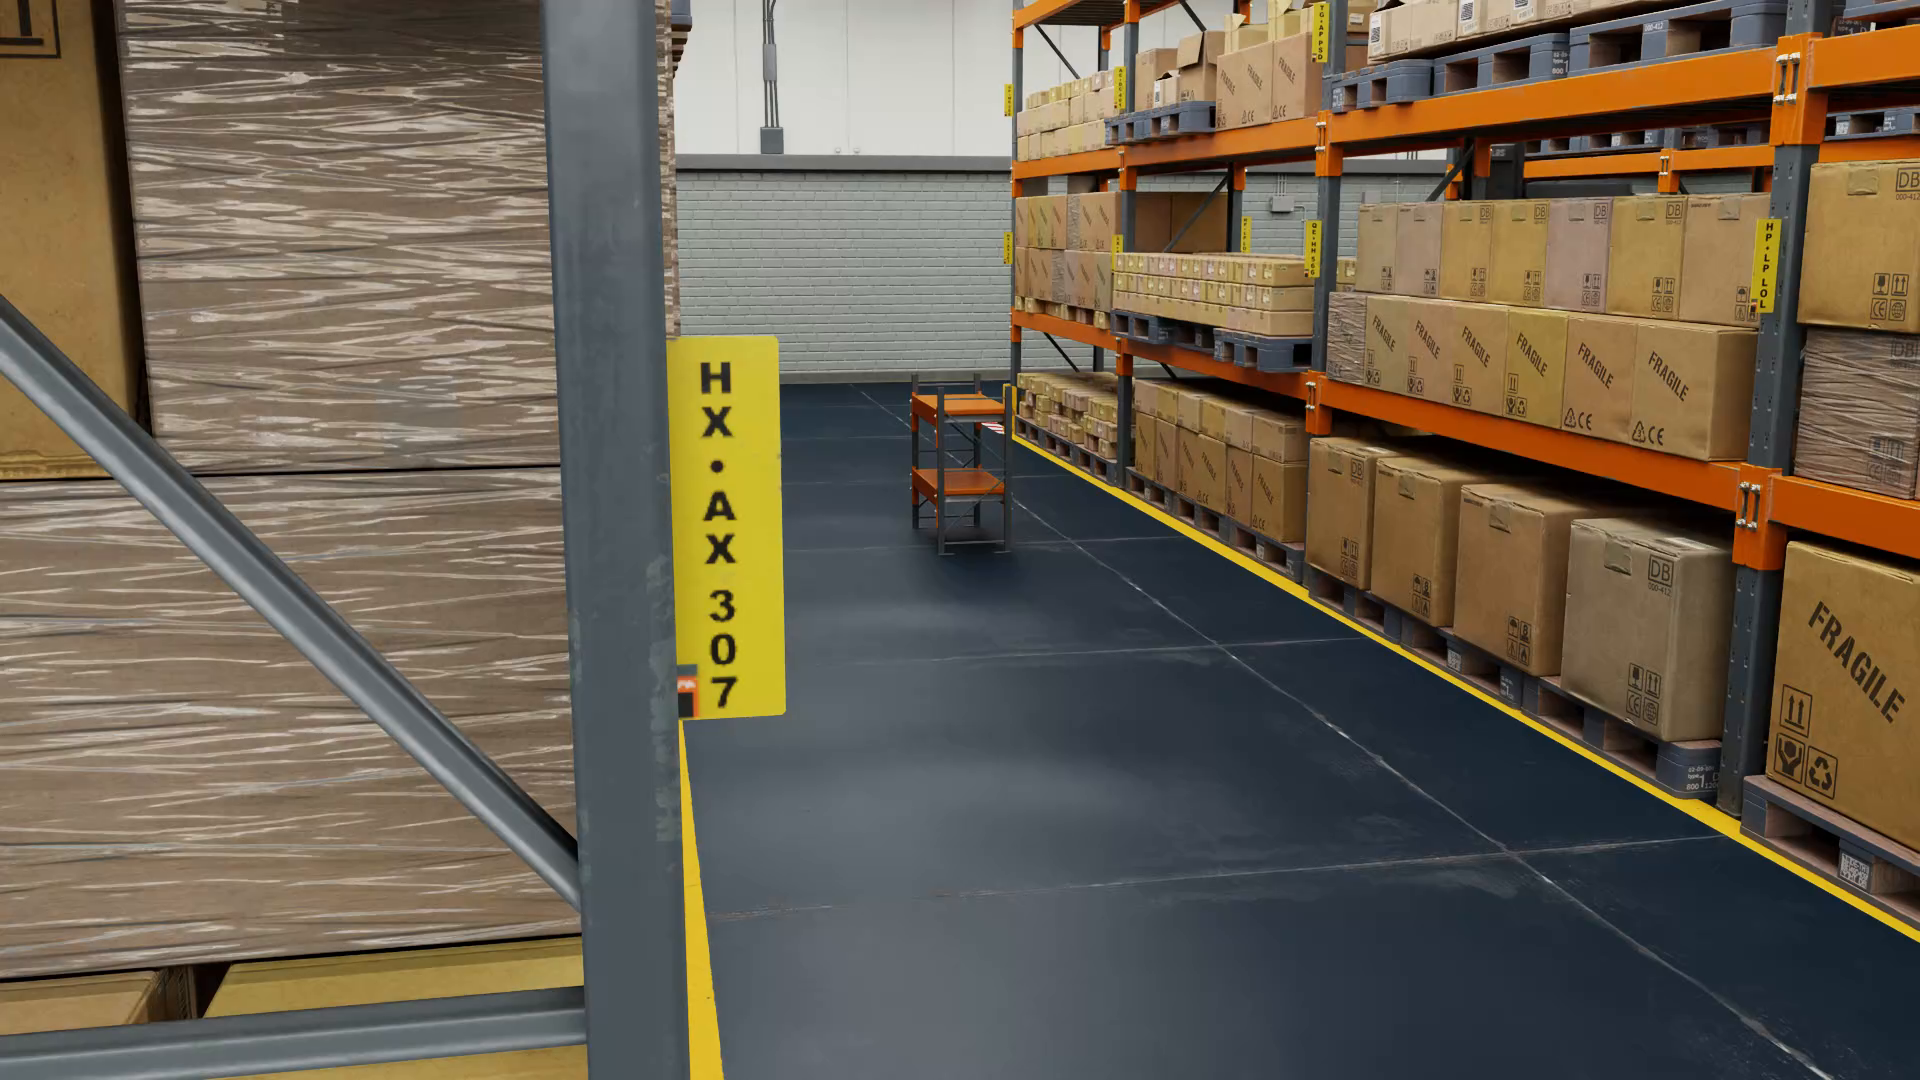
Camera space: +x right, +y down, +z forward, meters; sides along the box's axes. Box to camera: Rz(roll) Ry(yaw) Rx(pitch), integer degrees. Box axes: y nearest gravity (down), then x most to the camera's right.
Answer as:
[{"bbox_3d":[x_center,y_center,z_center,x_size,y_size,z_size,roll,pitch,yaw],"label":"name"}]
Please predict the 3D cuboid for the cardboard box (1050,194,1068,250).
[{"bbox_3d":[1.154,-2.972,15.549,0.500,0.500,0.500,-2,11,-13],"label":"cardboard box"}]

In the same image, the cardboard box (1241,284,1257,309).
[{"bbox_3d":[2.001,-1.544,10.538,0.380,0.149,0.250,-2,11,-9],"label":"cardboard box"}]

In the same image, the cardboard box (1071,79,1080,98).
[{"bbox_3d":[1.213,-4.050,14.930,0.380,0.149,0.250,-2,11,-11],"label":"cardboard box"}]

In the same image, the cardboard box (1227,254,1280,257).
[{"bbox_3d":[2.241,-2.089,12.608,0.380,0.149,0.250,-2,11,-11],"label":"cardboard box"}]

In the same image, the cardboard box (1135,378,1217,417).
[{"bbox_3d":[1.703,-1.127,13.151,0.500,0.250,0.500,-3,11,-14],"label":"cardboard box"}]

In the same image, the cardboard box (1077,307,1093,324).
[{"bbox_3d":[1.275,-2.037,15.049,0.380,0.149,0.250,-3,11,-13],"label":"cardboard box"}]

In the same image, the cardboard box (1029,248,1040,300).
[{"bbox_3d":[0.986,-2.665,16.611,0.500,0.500,0.500,-2,11,-11],"label":"cardboard box"}]

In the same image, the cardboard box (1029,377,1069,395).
[{"bbox_3d":[0.905,-1.552,16.736,0.380,0.149,0.250,-2,11,-11],"label":"cardboard box"}]

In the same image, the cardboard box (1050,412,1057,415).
[{"bbox_3d":[1.100,-1.173,16.336,0.380,0.149,0.250,-2,11,-11],"label":"cardboard box"}]

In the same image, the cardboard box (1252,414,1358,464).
[{"bbox_3d":[2.207,-0.654,10.668,0.500,0.250,0.500,-2,11,-12],"label":"cardboard box"}]

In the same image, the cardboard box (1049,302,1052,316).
[{"bbox_3d":[1.086,-2.275,16.296,0.380,0.149,0.250,-2,11,-12],"label":"cardboard box"}]

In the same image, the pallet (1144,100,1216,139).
[{"bbox_3d":[2.039,-2.999,11.913,1.213,0.211,1.003,-2,11,-11],"label":"pallet"}]

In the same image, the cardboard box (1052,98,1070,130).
[{"bbox_3d":[1.160,-3.933,15.379,0.500,0.250,0.500,-3,11,-13],"label":"cardboard box"}]

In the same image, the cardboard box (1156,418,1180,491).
[{"bbox_3d":[1.807,-0.662,12.712,0.500,0.500,0.500,-2,11,-8],"label":"cardboard box"}]

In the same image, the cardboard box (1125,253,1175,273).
[{"bbox_3d":[1.505,-2.161,12.983,0.380,0.149,0.250,-2,11,-9],"label":"cardboard box"}]

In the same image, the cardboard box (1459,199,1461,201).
[{"bbox_3d":[5.674,-3.641,18.129,0.380,0.149,0.250,-2,11,-10],"label":"cardboard box"}]

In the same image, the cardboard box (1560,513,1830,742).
[{"bbox_3d":[3.166,0.330,6.833,1.050,0.750,0.750,-2,11,-11],"label":"cardboard box"}]

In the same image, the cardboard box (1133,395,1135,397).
[{"bbox_3d":[1.789,-1.238,15.091,0.380,0.149,0.250,-2,11,-12],"label":"cardboard box"}]

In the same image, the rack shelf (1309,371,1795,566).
[{"bbox_3d":[2.986,-0.471,8.075,1.077,0.370,4.000,-2,11,-11],"label":"rack shelf"}]

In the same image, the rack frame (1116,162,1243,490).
[{"bbox_3d":[1.819,-1.925,13.790,1.000,3.000,0.127,-2,11,-11],"label":"rack frame"}]

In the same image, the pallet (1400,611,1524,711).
[{"bbox_3d":[2.910,0.549,8.249,1.003,0.211,1.213,-2,11,-11],"label":"pallet"}]

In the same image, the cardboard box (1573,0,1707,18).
[{"bbox_3d":[2.919,-2.332,6.914,0.500,0.250,0.500,-2,11,-11],"label":"cardboard box"}]

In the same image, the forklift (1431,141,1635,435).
[{"bbox_3d":[4.825,-1.827,13.457,3.031,2.935,1.130,3,11,16],"label":"forklift"}]

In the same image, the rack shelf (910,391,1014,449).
[{"bbox_3d":[-0.001,-0.841,11.543,0.538,0.278,1.000,-2,11,-11],"label":"rack shelf"}]

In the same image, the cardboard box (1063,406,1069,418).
[{"bbox_3d":[1.205,-1.267,16.037,0.380,0.149,0.250,-2,11,-8],"label":"cardboard box"}]

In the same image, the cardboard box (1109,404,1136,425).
[{"bbox_3d":[1.494,-1.079,14.254,0.380,0.149,0.250,-2,11,-9],"label":"cardboard box"}]

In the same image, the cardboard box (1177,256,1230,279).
[{"bbox_3d":[1.753,-1.925,11.746,0.380,0.149,0.250,-2,11,-9],"label":"cardboard box"}]

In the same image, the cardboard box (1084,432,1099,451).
[{"bbox_3d":[1.325,-0.887,14.838,0.380,0.149,0.250,-2,11,-13],"label":"cardboard box"}]

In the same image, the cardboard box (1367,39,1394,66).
[{"bbox_3d":[2.505,-2.730,9.277,0.380,0.149,0.250,-3,11,-13],"label":"cardboard box"}]

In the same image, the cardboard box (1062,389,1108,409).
[{"bbox_3d":[1.169,-1.316,15.497,0.380,0.149,0.250,-3,11,-13],"label":"cardboard box"}]

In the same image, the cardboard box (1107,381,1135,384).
[{"bbox_3d":[1.655,-1.481,16.366,0.380,0.149,0.250,-2,11,-9],"label":"cardboard box"}]

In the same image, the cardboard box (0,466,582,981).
[{"bbox_3d":[-0.812,0.140,1.874,0.875,0.500,0.500,-2,11,-11],"label":"cardboard box"}]

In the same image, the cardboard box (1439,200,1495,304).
[{"bbox_3d":[2.876,-1.463,8.417,0.700,0.500,0.500,-2,11,-12],"label":"cardboard box"}]

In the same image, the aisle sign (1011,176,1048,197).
[{"bbox_3d":[0.732,-3.939,17.414,0.394,0.787,0.004,-2,11,-11],"label":"aisle sign"}]

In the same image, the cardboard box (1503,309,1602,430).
[{"bbox_3d":[2.815,-0.779,7.497,0.500,0.500,0.500,-2,11,-10],"label":"cardboard box"}]

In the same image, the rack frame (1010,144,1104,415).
[{"bbox_3d":[1.041,-2.659,17.644,1.000,3.000,0.127,-2,11,-11],"label":"rack frame"}]

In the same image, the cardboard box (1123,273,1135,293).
[{"bbox_3d":[1.497,-2.018,13.029,0.380,0.149,0.250,-2,11,-12],"label":"cardboard box"}]

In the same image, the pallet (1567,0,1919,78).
[{"bbox_3d":[3.148,-2.004,6.692,0.805,0.209,1.217,-3,11,-13],"label":"pallet"}]

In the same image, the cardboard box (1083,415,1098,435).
[{"bbox_3d":[1.312,-1.021,14.745,0.380,0.149,0.250,-3,11,-13],"label":"cardboard box"}]

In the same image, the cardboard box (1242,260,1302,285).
[{"bbox_3d":[2.005,-1.686,10.491,0.380,0.149,0.250,-2,11,-12],"label":"cardboard box"}]

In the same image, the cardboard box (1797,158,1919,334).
[{"bbox_3d":[3.413,-0.993,5.604,0.875,0.550,0.550,-2,11,-11],"label":"cardboard box"}]

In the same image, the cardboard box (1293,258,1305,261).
[{"bbox_3d":[2.493,-1.851,11.357,0.380,0.149,0.250,-2,11,-8],"label":"cardboard box"}]

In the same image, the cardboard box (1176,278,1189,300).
[{"bbox_3d":[1.751,-1.779,11.772,0.380,0.149,0.250,-2,11,-12],"label":"cardboard box"}]

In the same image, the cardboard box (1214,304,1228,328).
[{"bbox_3d":[1.908,-1.487,11.035,0.380,0.149,0.250,-2,11,-12],"label":"cardboard box"}]

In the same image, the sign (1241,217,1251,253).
[{"bbox_3d":[2.363,-2.515,13.791,0.100,0.325,0.005,-2,11,-11],"label":"sign"}]

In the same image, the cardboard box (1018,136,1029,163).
[{"bbox_3d":[0.877,-3.967,16.896,0.500,0.250,0.500,-2,11,-9],"label":"cardboard box"}]

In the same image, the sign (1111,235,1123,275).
[{"bbox_3d":[1.288,-2.329,13.598,0.100,0.325,0.005,-2,11,-11],"label":"sign"}]

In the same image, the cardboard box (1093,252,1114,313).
[{"bbox_3d":[1.448,-2.199,14.165,0.500,0.500,0.500,-2,11,-11],"label":"cardboard box"}]

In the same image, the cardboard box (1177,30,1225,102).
[{"bbox_3d":[1.991,-3.368,11.947,0.797,0.503,0.637,-2,11,-12],"label":"cardboard box"}]

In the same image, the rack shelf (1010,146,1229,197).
[{"bbox_3d":[1.430,-3.412,15.504,1.077,0.370,4.000,-2,11,-11],"label":"rack shelf"}]

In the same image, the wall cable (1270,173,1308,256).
[{"bbox_3d":[4.757,-4.405,24.018,0.585,1.953,0.123,-2,11,-11],"label":"wall cable"}]

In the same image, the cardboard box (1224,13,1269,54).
[{"bbox_3d":[1.993,-3.390,11.149,0.396,0.266,0.258,-2,11,-11],"label":"cardboard box"}]

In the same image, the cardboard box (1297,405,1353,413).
[{"bbox_3d":[2.602,-0.767,11.259,0.500,0.250,0.500,-2,11,-12],"label":"cardboard box"}]

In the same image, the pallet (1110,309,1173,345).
[{"bbox_3d":[1.825,-1.686,13.043,1.003,0.211,1.213,-2,11,-11],"label":"pallet"}]

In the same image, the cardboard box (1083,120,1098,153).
[{"bbox_3d":[1.373,-3.497,14.428,0.500,0.250,0.500,-2,11,-11],"label":"cardboard box"}]

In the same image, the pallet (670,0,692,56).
[{"bbox_3d":[-1.526,-1.795,5.583,1.213,0.211,1.003,-2,11,-11],"label":"pallet"}]

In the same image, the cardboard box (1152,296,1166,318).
[{"bbox_3d":[1.646,-1.730,12.311,0.380,0.149,0.250,-3,11,-14],"label":"cardboard box"}]

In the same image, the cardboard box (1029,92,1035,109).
[{"bbox_3d":[0.894,-4.333,16.413,0.380,0.149,0.250,-2,11,-11],"label":"cardboard box"}]

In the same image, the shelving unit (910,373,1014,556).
[{"bbox_3d":[-0.001,-0.554,11.598,0.538,1.125,1.048,-2,11,-11],"label":"shelving unit"}]

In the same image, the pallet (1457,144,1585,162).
[{"bbox_3d":[6.031,-4.152,17.702,1.003,0.211,1.213,-2,11,-11],"label":"pallet"}]
